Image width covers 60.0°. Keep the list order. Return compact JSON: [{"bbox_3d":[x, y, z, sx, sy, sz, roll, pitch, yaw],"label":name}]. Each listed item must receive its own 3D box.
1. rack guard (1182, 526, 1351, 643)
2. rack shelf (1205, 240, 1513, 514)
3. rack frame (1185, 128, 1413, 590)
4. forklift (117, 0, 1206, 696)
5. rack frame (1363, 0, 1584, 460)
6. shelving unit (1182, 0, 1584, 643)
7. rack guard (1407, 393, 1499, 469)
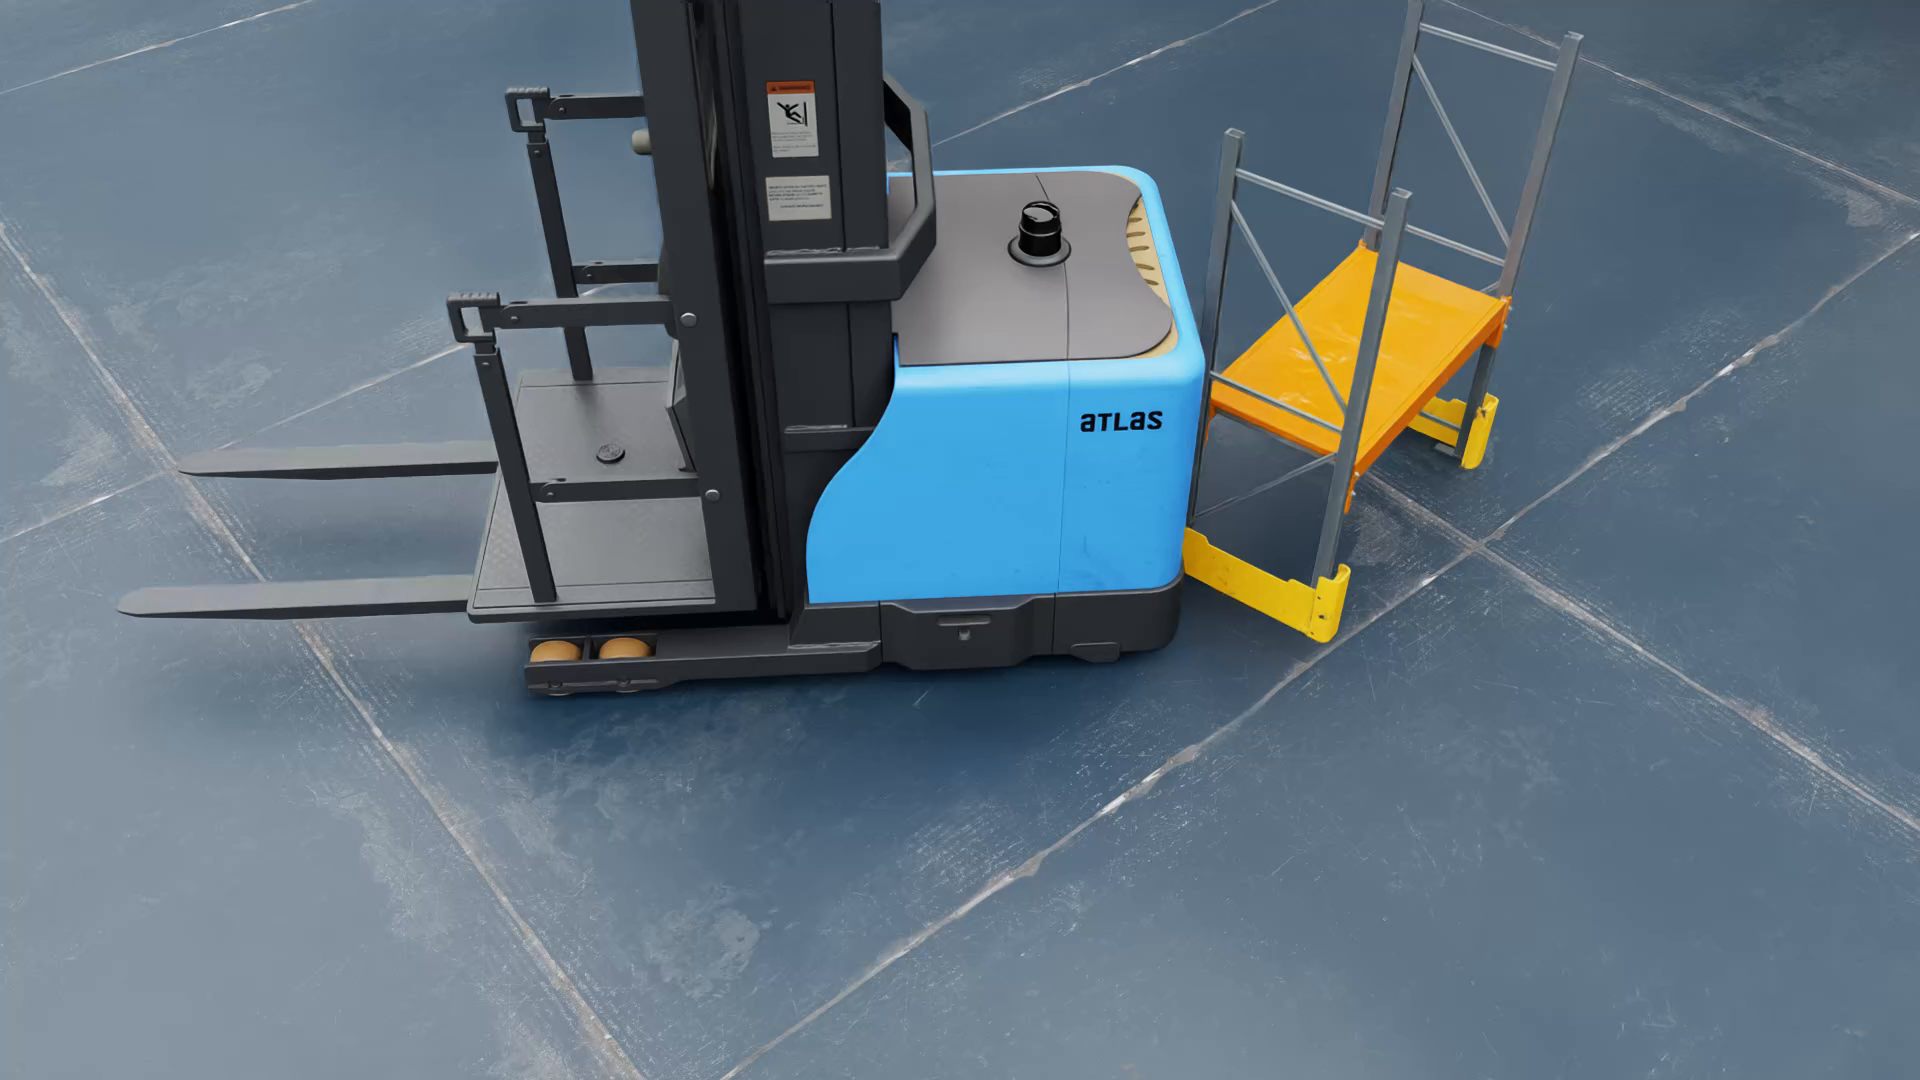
[{"bbox_3d":[0.877,0.074,4.989,0.587,0.250,0.087,28,50,27],"label":"rack guard"},{"bbox_3d":[1.177,-0.515,4.965,0.538,0.185,1.000,28,50,27],"label":"rack shelf"},{"bbox_3d":[0.865,-0.371,4.550,0.500,1.500,0.032,28,50,27],"label":"rack frame"},{"bbox_3d":[-0.900,-0.996,4.170,3.031,2.935,1.130,-2,43,-3],"label":"forklift"},{"bbox_3d":[1.489,-0.920,5.135,0.500,1.500,0.032,28,50,27],"label":"rack frame"},{"bbox_3d":[1.183,-0.651,4.847,0.587,1.500,1.083,28,50,27],"label":"shelving unit"},{"bbox_3d":[1.488,-0.464,5.562,0.587,0.250,0.087,28,50,27],"label":"rack guard"}]
